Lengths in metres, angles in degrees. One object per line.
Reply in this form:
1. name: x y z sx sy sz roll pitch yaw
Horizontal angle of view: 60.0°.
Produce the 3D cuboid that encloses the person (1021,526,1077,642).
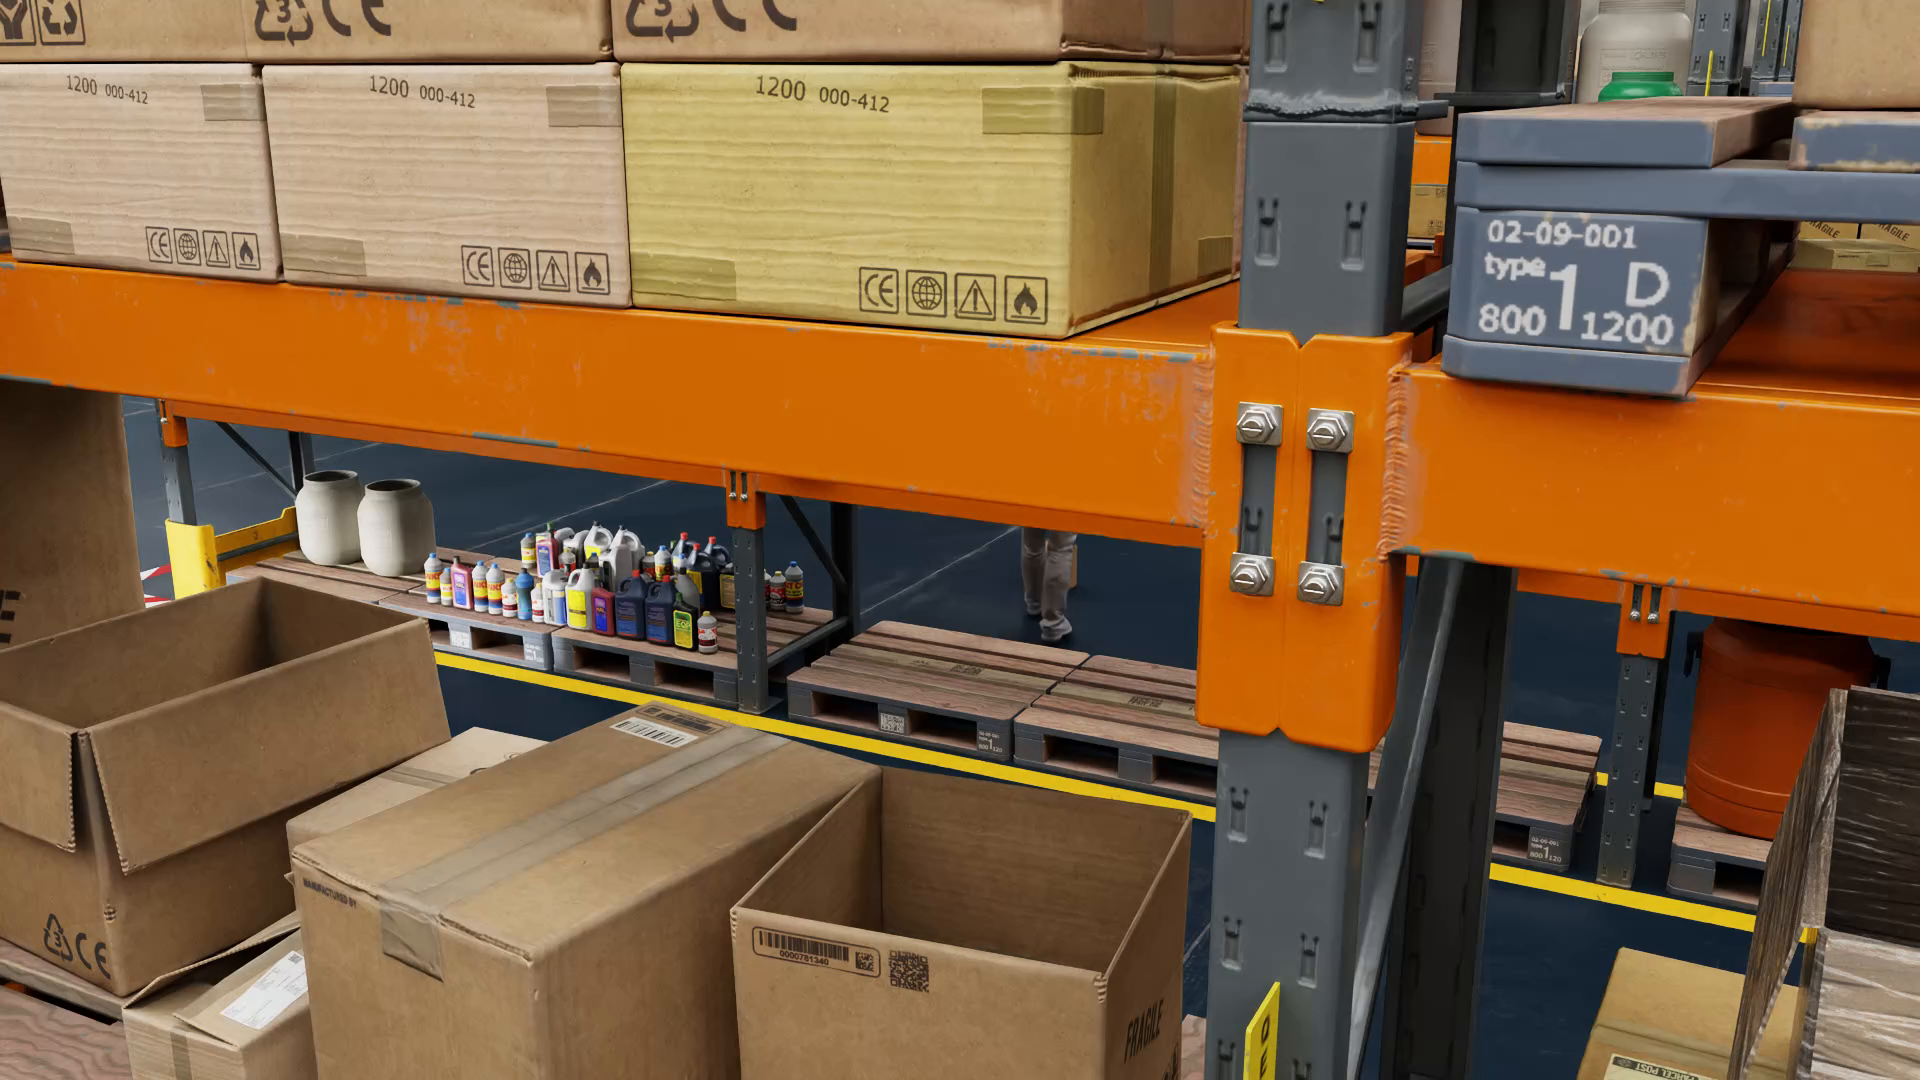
1. person: 0.524 -0.370 9.267 0.580 1.747 0.796 4 16 13
